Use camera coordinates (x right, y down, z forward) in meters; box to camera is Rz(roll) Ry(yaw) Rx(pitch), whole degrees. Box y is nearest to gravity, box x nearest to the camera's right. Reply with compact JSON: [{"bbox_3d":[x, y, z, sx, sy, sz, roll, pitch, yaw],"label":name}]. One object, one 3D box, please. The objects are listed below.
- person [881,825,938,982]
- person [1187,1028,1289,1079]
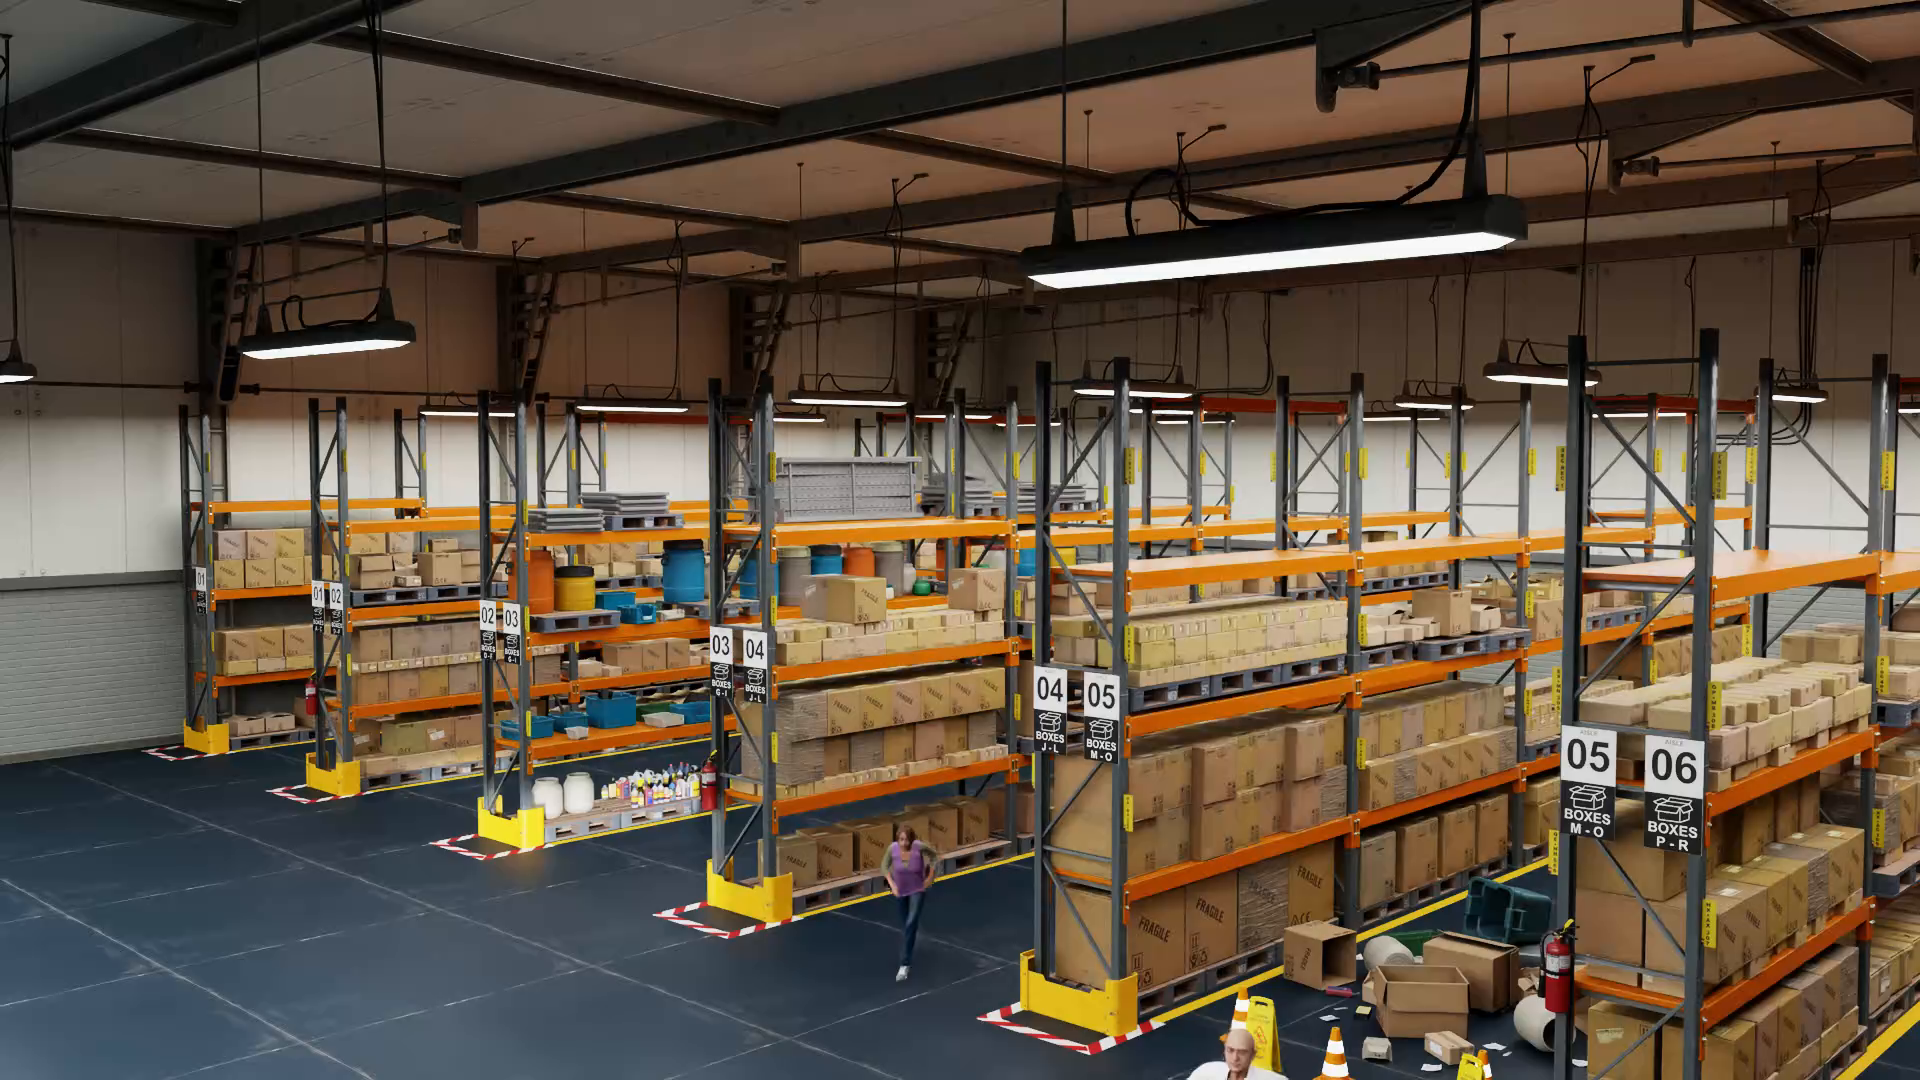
[{"bbox_3d":[-0.500,3.562,16.652,0.570,1.509,0.914,0,3,2],"label":"person"},{"bbox_3d":[1.619,3.787,9.988,0.921,1.782,0.791,1,3,20],"label":"person"}]
